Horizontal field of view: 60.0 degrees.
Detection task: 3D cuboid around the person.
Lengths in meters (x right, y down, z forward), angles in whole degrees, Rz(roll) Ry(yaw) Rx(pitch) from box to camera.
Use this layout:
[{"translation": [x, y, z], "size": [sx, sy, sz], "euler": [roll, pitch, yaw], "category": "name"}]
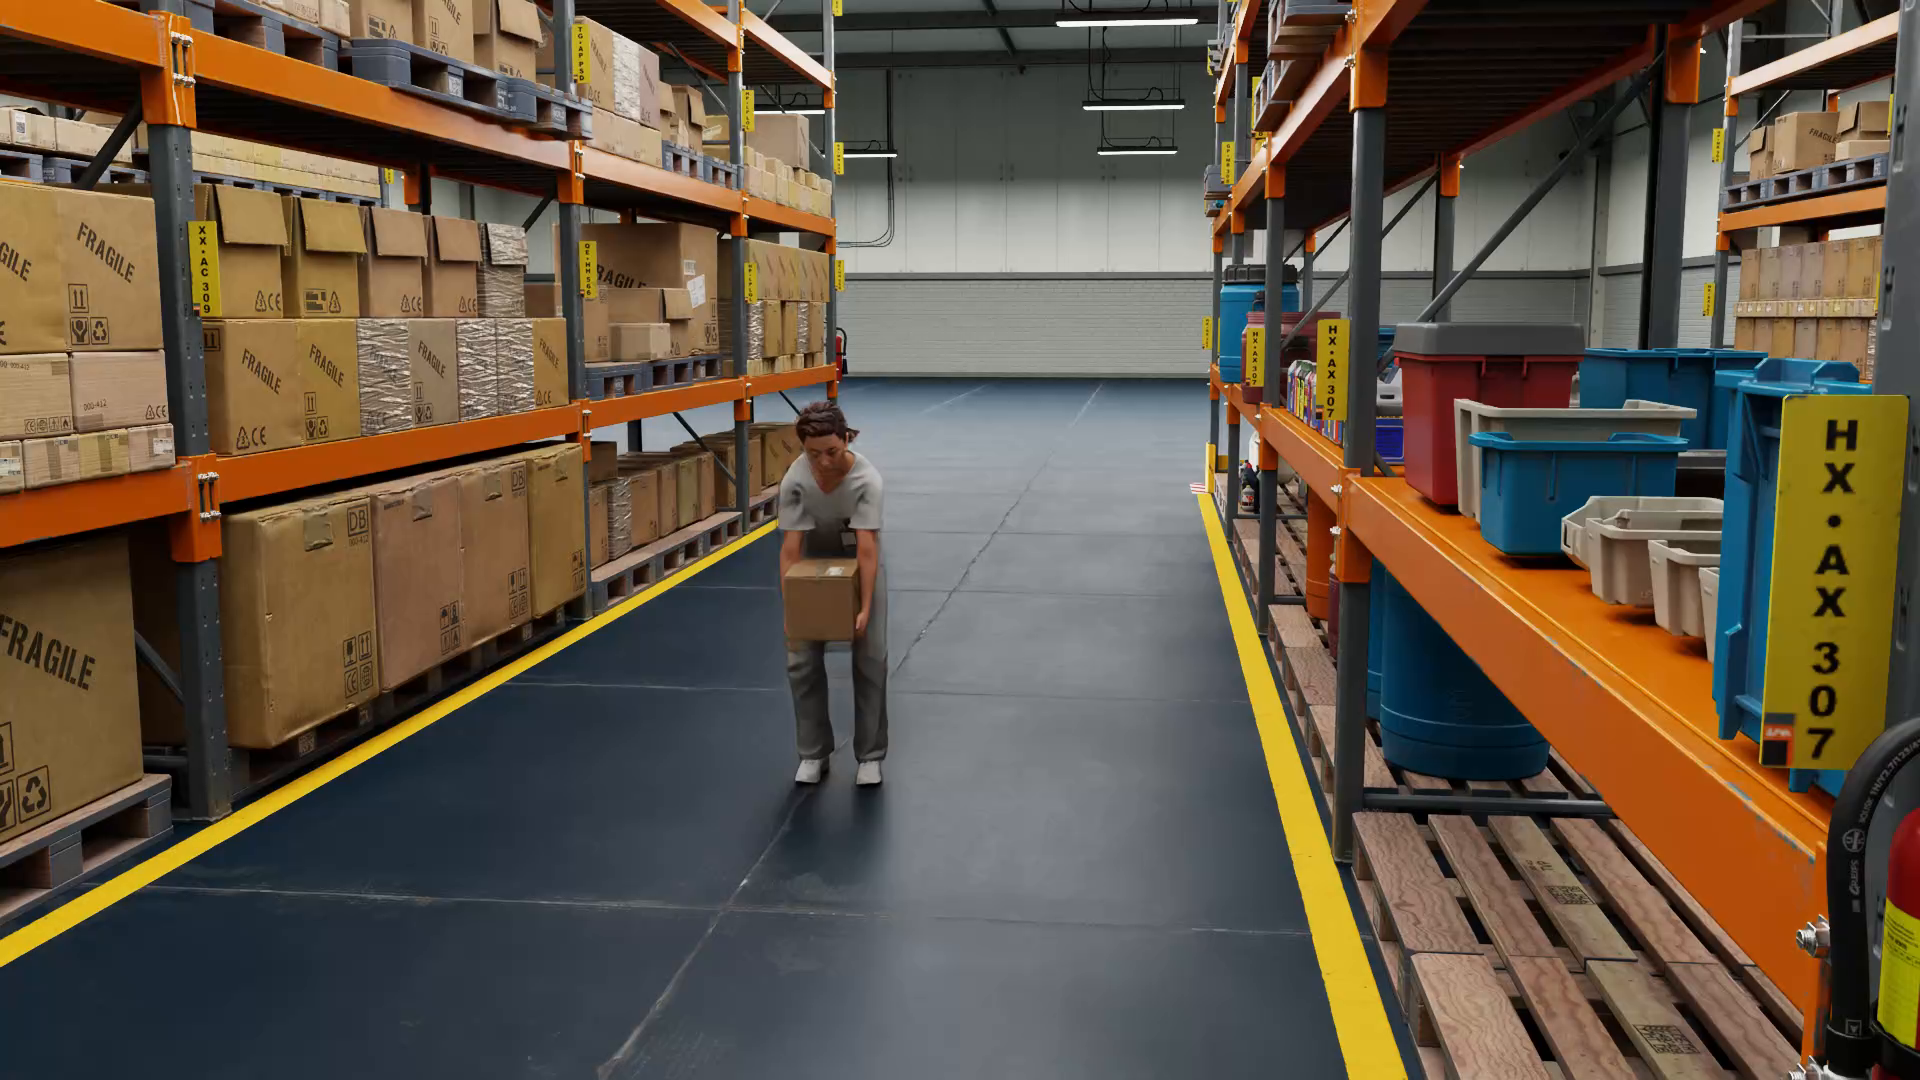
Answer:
[{"translation": [-0.483, 0.219, 6.358], "size": [0.404, 1.500, 0.672], "euler": [1, 8, 5], "category": "person"}]
